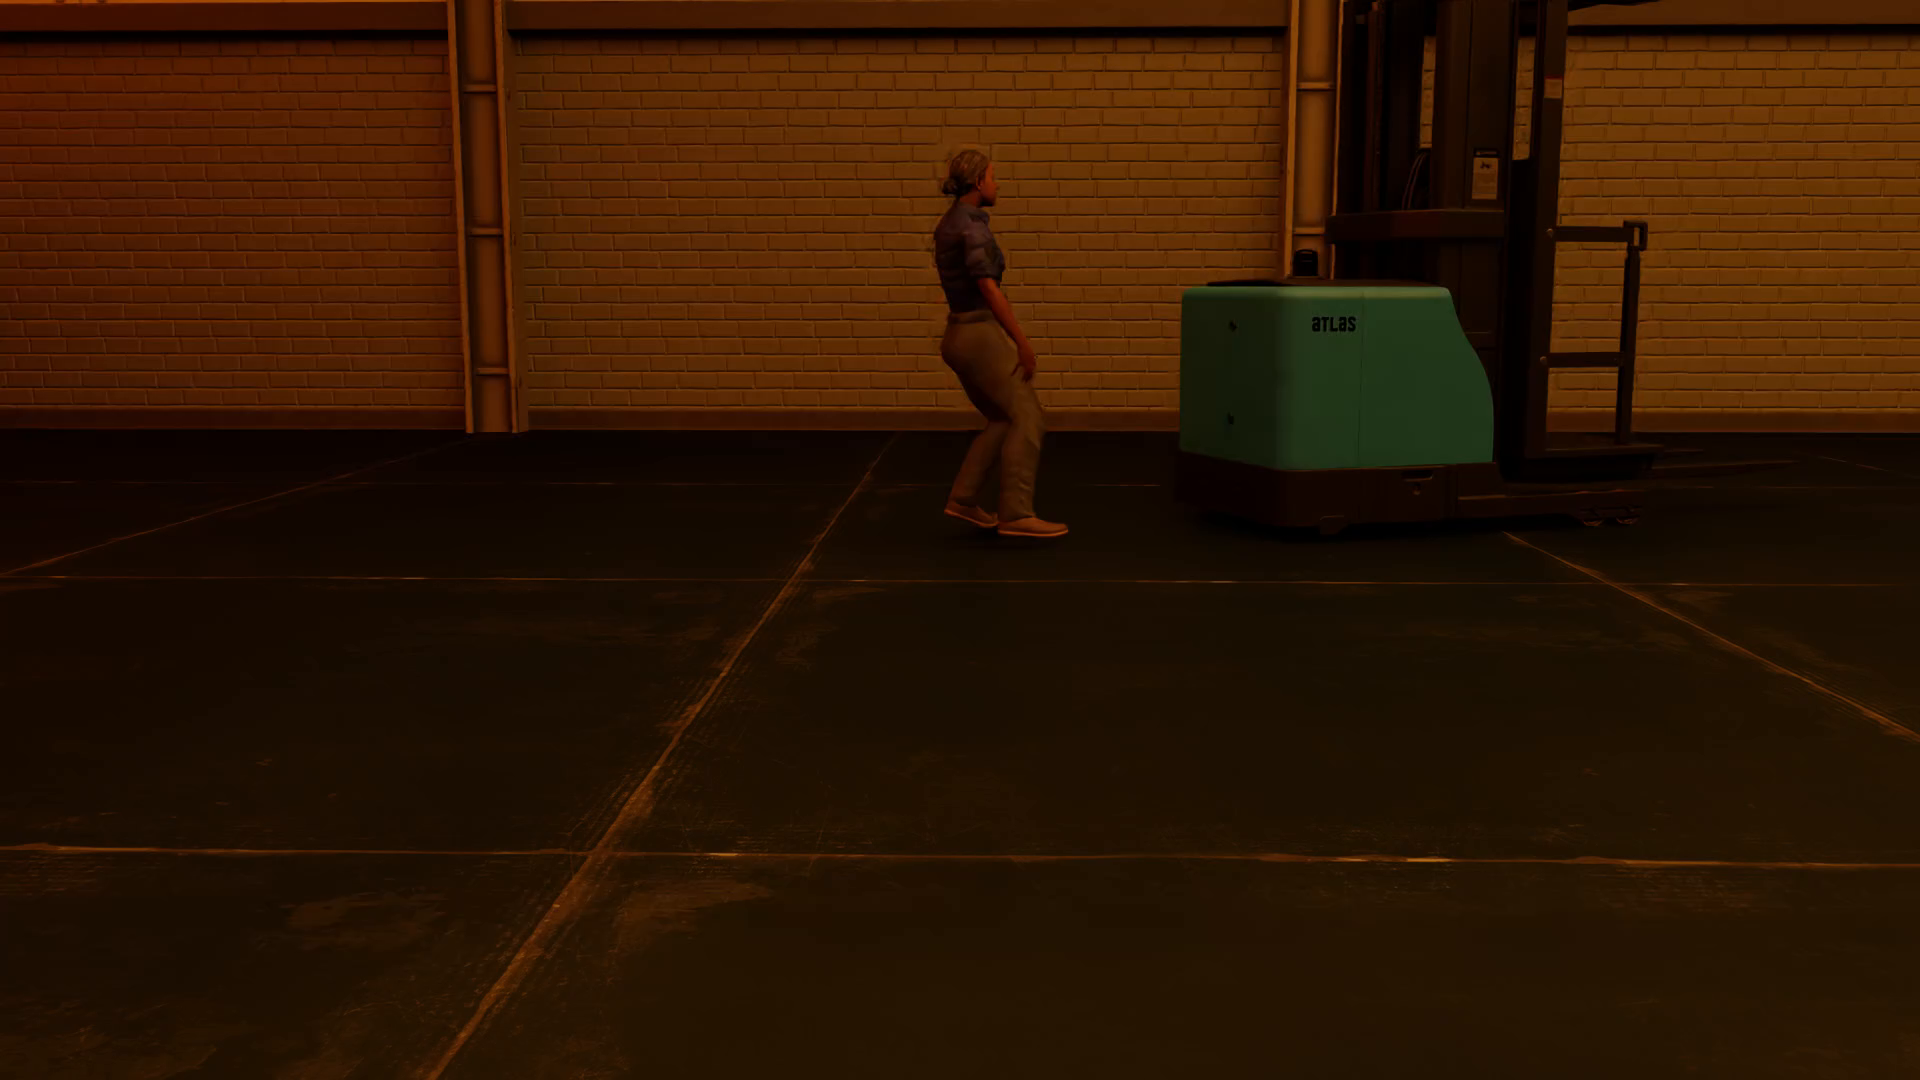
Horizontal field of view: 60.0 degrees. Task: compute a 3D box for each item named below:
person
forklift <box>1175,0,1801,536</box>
[{"bbox_3d":[0.152,-0.826,7.023,0.479,1.604,0.655,-2,9,-14],"label":"person"},{"bbox_3d":[2.590,-1.579,7.759,3.031,2.935,1.130,-3,9,-20],"label":"forklift"}]
